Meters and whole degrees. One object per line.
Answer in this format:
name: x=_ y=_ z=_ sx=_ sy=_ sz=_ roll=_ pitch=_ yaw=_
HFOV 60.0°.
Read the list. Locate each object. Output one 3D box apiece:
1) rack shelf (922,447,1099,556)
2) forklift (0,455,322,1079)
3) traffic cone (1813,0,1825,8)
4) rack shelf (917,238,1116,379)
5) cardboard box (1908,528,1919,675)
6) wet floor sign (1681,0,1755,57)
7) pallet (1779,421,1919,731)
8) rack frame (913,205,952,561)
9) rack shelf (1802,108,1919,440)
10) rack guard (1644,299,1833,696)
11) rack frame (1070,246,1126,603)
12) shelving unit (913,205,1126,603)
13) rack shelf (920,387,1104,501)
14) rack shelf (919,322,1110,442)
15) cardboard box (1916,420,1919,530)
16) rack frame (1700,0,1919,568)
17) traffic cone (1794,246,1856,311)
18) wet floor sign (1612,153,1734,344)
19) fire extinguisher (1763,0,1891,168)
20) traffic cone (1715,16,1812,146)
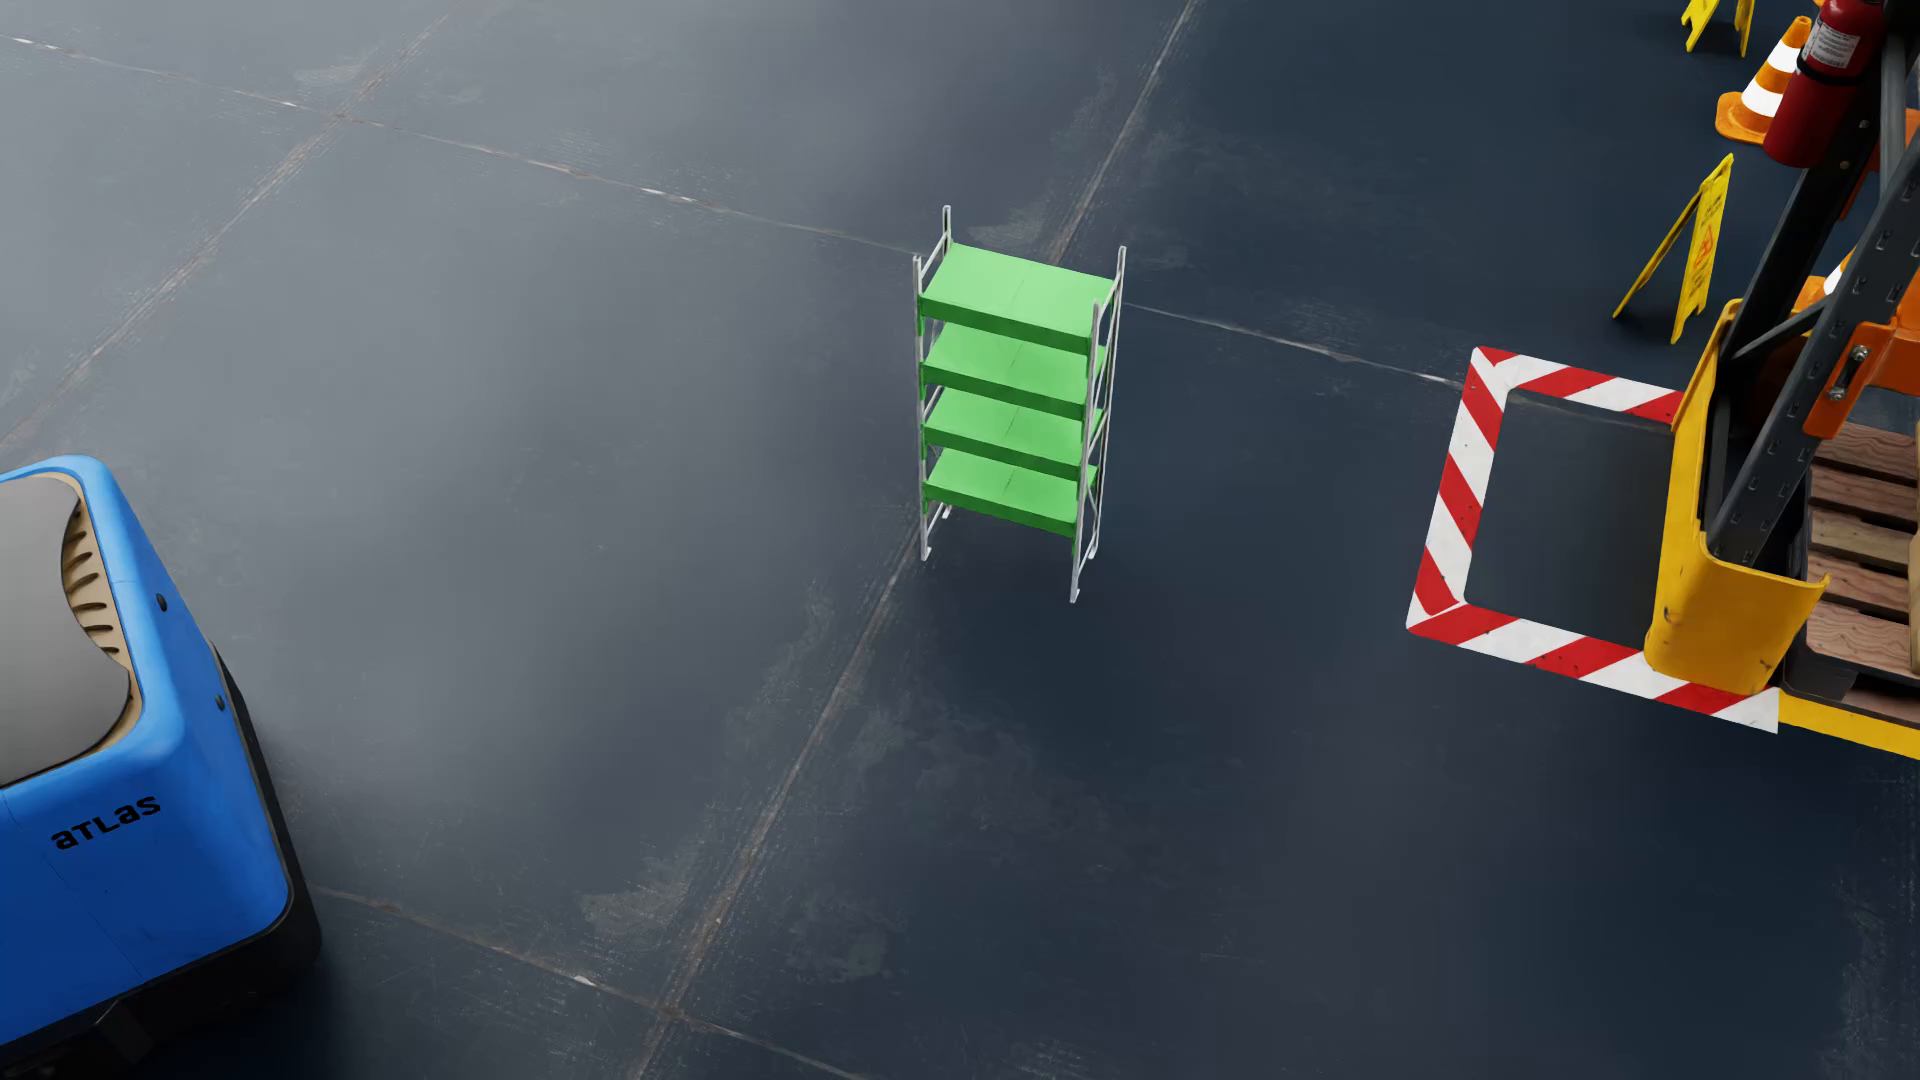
rack shelf: x=0.155 y=-0.151 z=4.989 sx=0.480 sy=0.148 sz=0.258 roll=16 pitch=51 yaw=13
forklift: x=-3.174 y=0.373 z=2.988 sx=3.031 sy=2.935 sz=1.130 roll=-23 pitch=53 yaw=-19
traffic cone: x=3.937 y=-2.550 z=7.154 sx=0.334 sy=0.463 sz=0.336 roll=16 pitch=51 yaw=13
rack shelf: x=0.155 y=-0.622 z=4.445 sx=0.480 sy=0.148 sz=0.258 roll=16 pitch=51 yaw=13
cardboard box: x=2.971 y=0.179 z=4.652 sx=0.500 sy=0.250 sz=0.500 roll=15 pitch=51 yaw=13
wet floor sign: x=3.218 y=-2.360 z=6.868 sx=0.232 sy=0.644 sz=0.267 roll=8 pitch=50 yaw=7
pallet: x=3.132 y=0.179 z=4.955 sx=1.213 sy=0.211 sz=1.003 roll=16 pitch=51 yaw=13
rack frame: x=-0.074 y=-0.414 z=4.814 sx=0.015 sy=1.200 sz=0.240 roll=16 pitch=51 yaw=13
rack shelf: x=4.187 y=-0.232 z=3.942 sx=4.000 sy=0.370 sz=1.077 roll=16 pitch=51 yaw=13
rack guard: x=2.382 y=-0.153 z=5.052 sx=0.348 sy=0.500 sz=1.175 roll=16 pitch=51 yaw=13
rack frame: x=0.384 y=-0.286 z=4.704 sx=0.015 sy=1.200 sz=0.240 roll=16 pitch=51 yaw=13
shelving unit: x=0.155 y=-0.350 z=4.759 sx=0.503 sy=1.200 sz=0.258 roll=16 pitch=51 yaw=13
rack shelf: x=0.155 y=-0.308 z=4.807 sx=0.480 sy=0.148 sz=0.258 roll=16 pitch=51 yaw=13
rack shelf: x=0.155 y=-0.465 z=4.626 sx=0.480 sy=0.148 sz=0.258 roll=16 pitch=51 yaw=13
cardboard box: x=3.185 y=-0.201 z=4.981 sx=0.500 sy=0.250 sz=0.500 roll=15 pitch=51 yaw=13
rack frame: x=2.311 y=-0.992 z=4.124 sx=0.127 sy=3.000 sz=1.000 roll=16 pitch=51 yaw=13
traffic cone: x=3.161 y=-0.963 z=5.778 sx=0.334 sy=0.463 sz=0.336 roll=16 pitch=51 yaw=13
wet floor sign: x=2.503 y=-1.029 z=5.715 sx=0.232 sy=0.644 sz=0.267 roll=33 pitch=57 yaw=25
fire extinguisher: x=2.363 y=-1.323 z=4.463 sx=0.183 sy=0.674 sz=0.296 roll=16 pitch=51 yaw=13
traffic cone: x=3.227 y=-1.838 z=6.537 sx=0.334 sy=0.463 sz=0.336 roll=16 pitch=51 yaw=13
